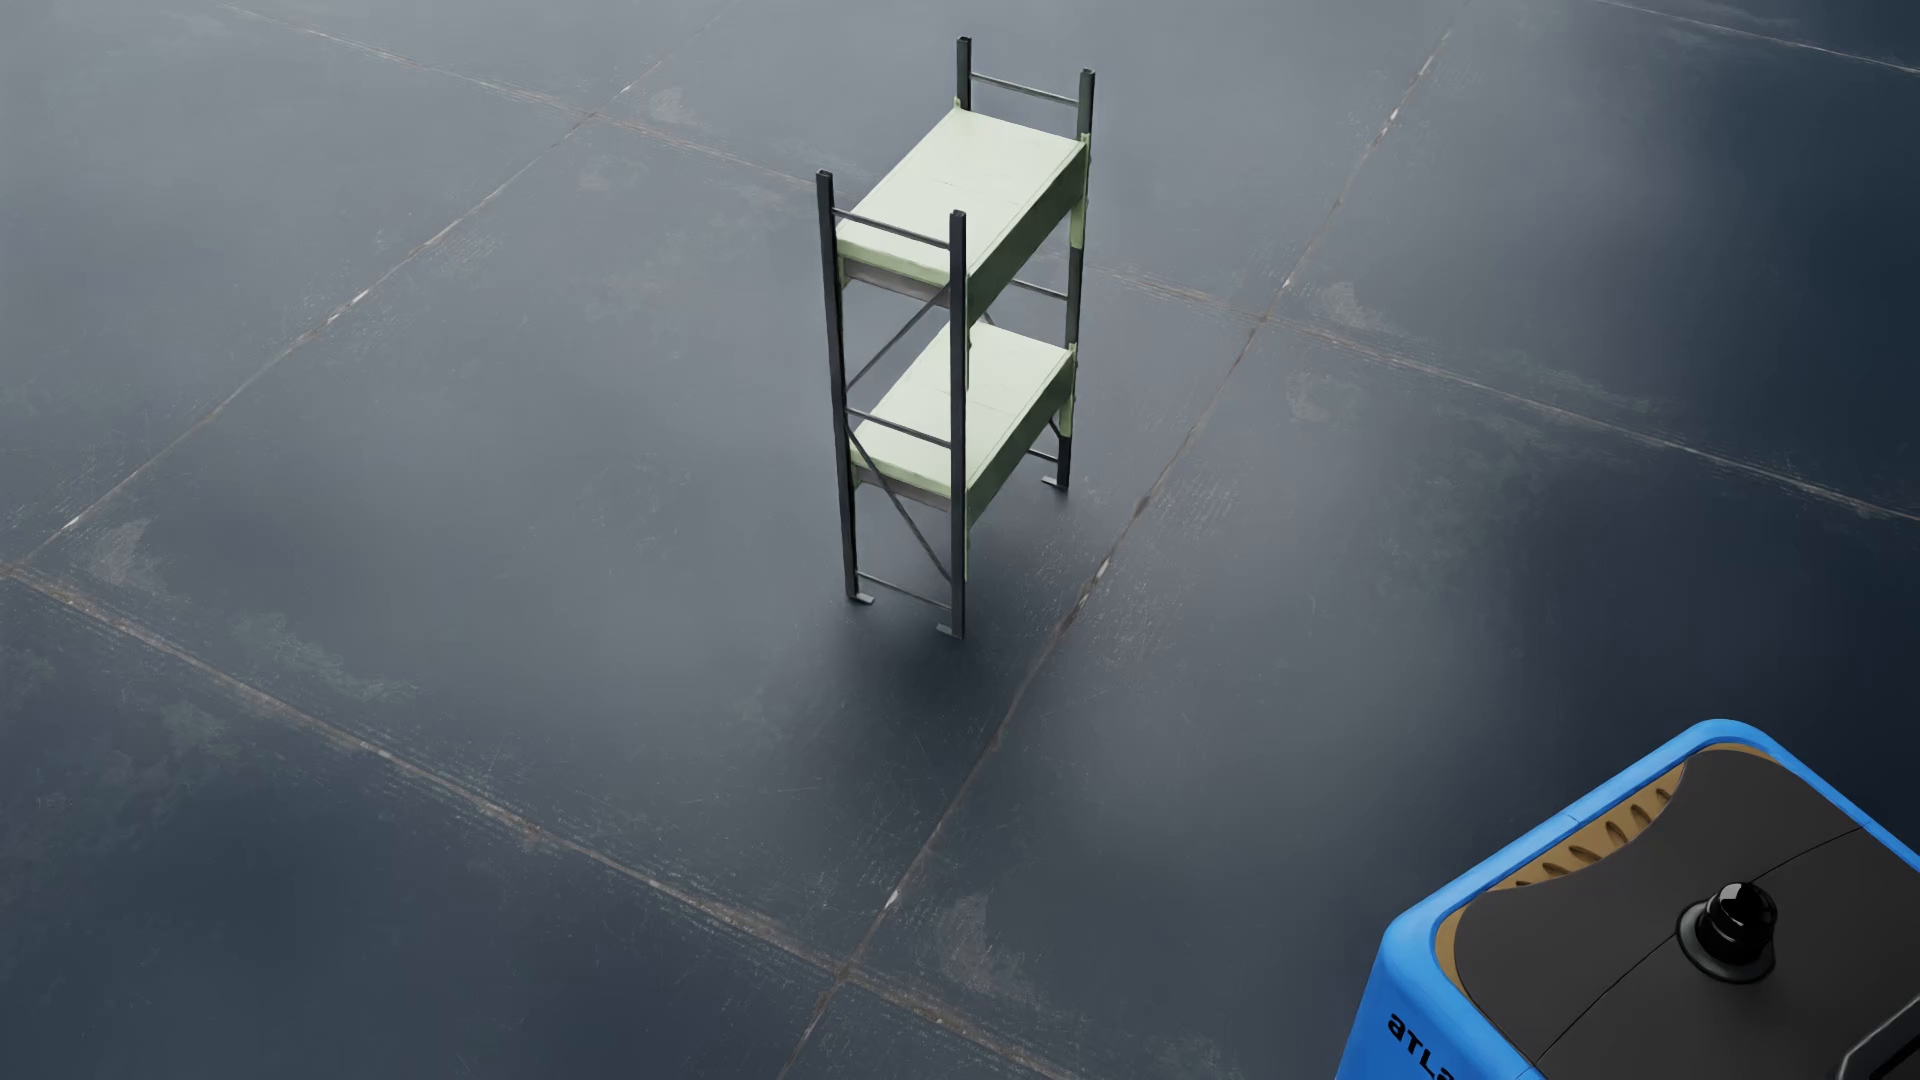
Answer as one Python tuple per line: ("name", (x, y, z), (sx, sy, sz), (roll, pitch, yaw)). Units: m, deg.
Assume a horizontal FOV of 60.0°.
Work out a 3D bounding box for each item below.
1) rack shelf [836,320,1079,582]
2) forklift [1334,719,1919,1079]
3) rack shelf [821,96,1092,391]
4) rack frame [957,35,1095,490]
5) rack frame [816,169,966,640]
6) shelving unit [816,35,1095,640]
("rack shelf", (0.003, -0.302, 4.953), (0.431, 0.370, 0.720), (20, 49, 19))
("forklift", (1.983, 1.133, 2.070), (1.130, 2.935, 3.031), (-25, 50, -23))
("rack shelf", (0.003, -0.806, 4.443), (0.431, 0.370, 0.720), (20, 49, 19))
("rack frame", (0.173, -0.762, 4.949), (0.400, 1.500, 0.023), (20, 49, 19))
("rack frame", (-0.167, -0.301, 4.493), (0.400, 1.500, 0.023), (20, 49, 19))
("shelving unit", (0.003, -0.531, 4.721), (0.431, 1.500, 0.755), (20, 49, 19))
